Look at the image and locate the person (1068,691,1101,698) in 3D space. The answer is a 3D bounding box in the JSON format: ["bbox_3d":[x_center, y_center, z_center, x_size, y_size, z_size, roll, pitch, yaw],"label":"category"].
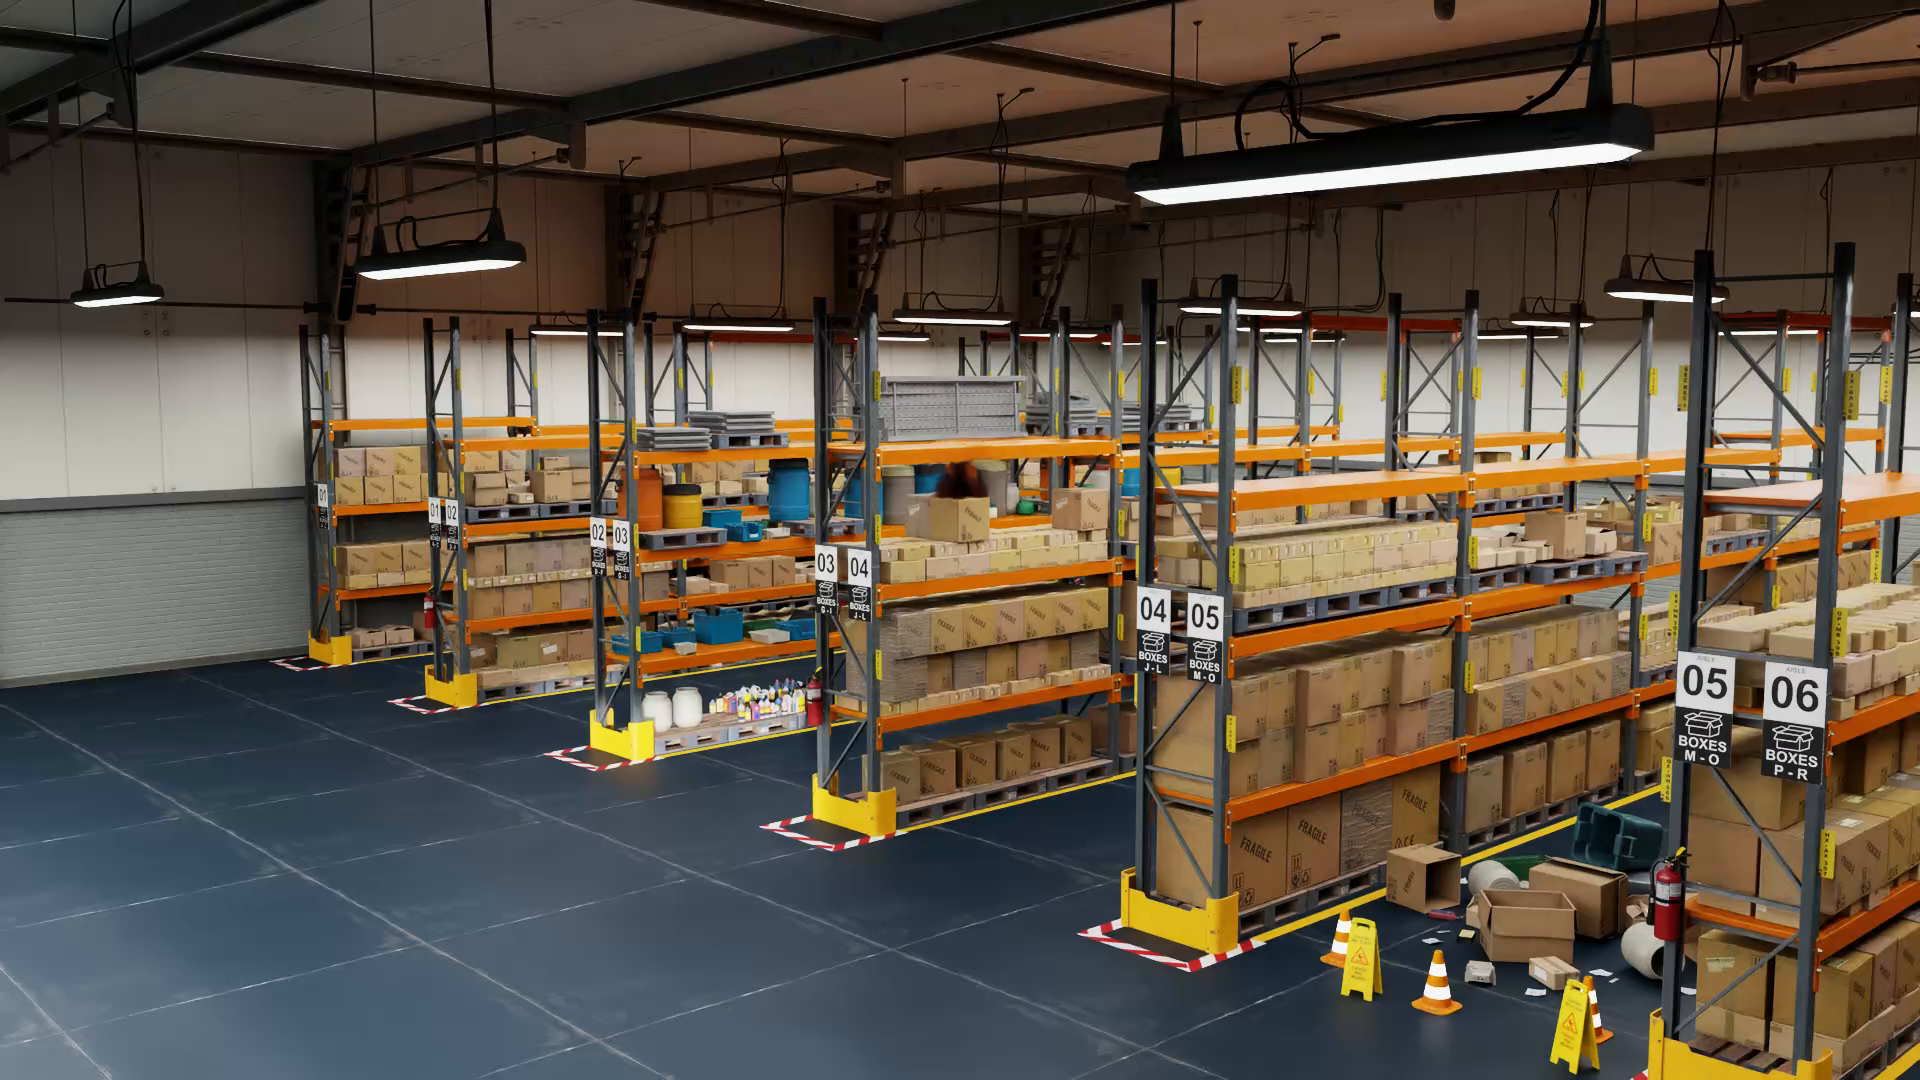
[{"bbox_3d":[2.010,1.651,26.562,0.876,1.813,0.690,-5,8,-41],"label":"person"}]
